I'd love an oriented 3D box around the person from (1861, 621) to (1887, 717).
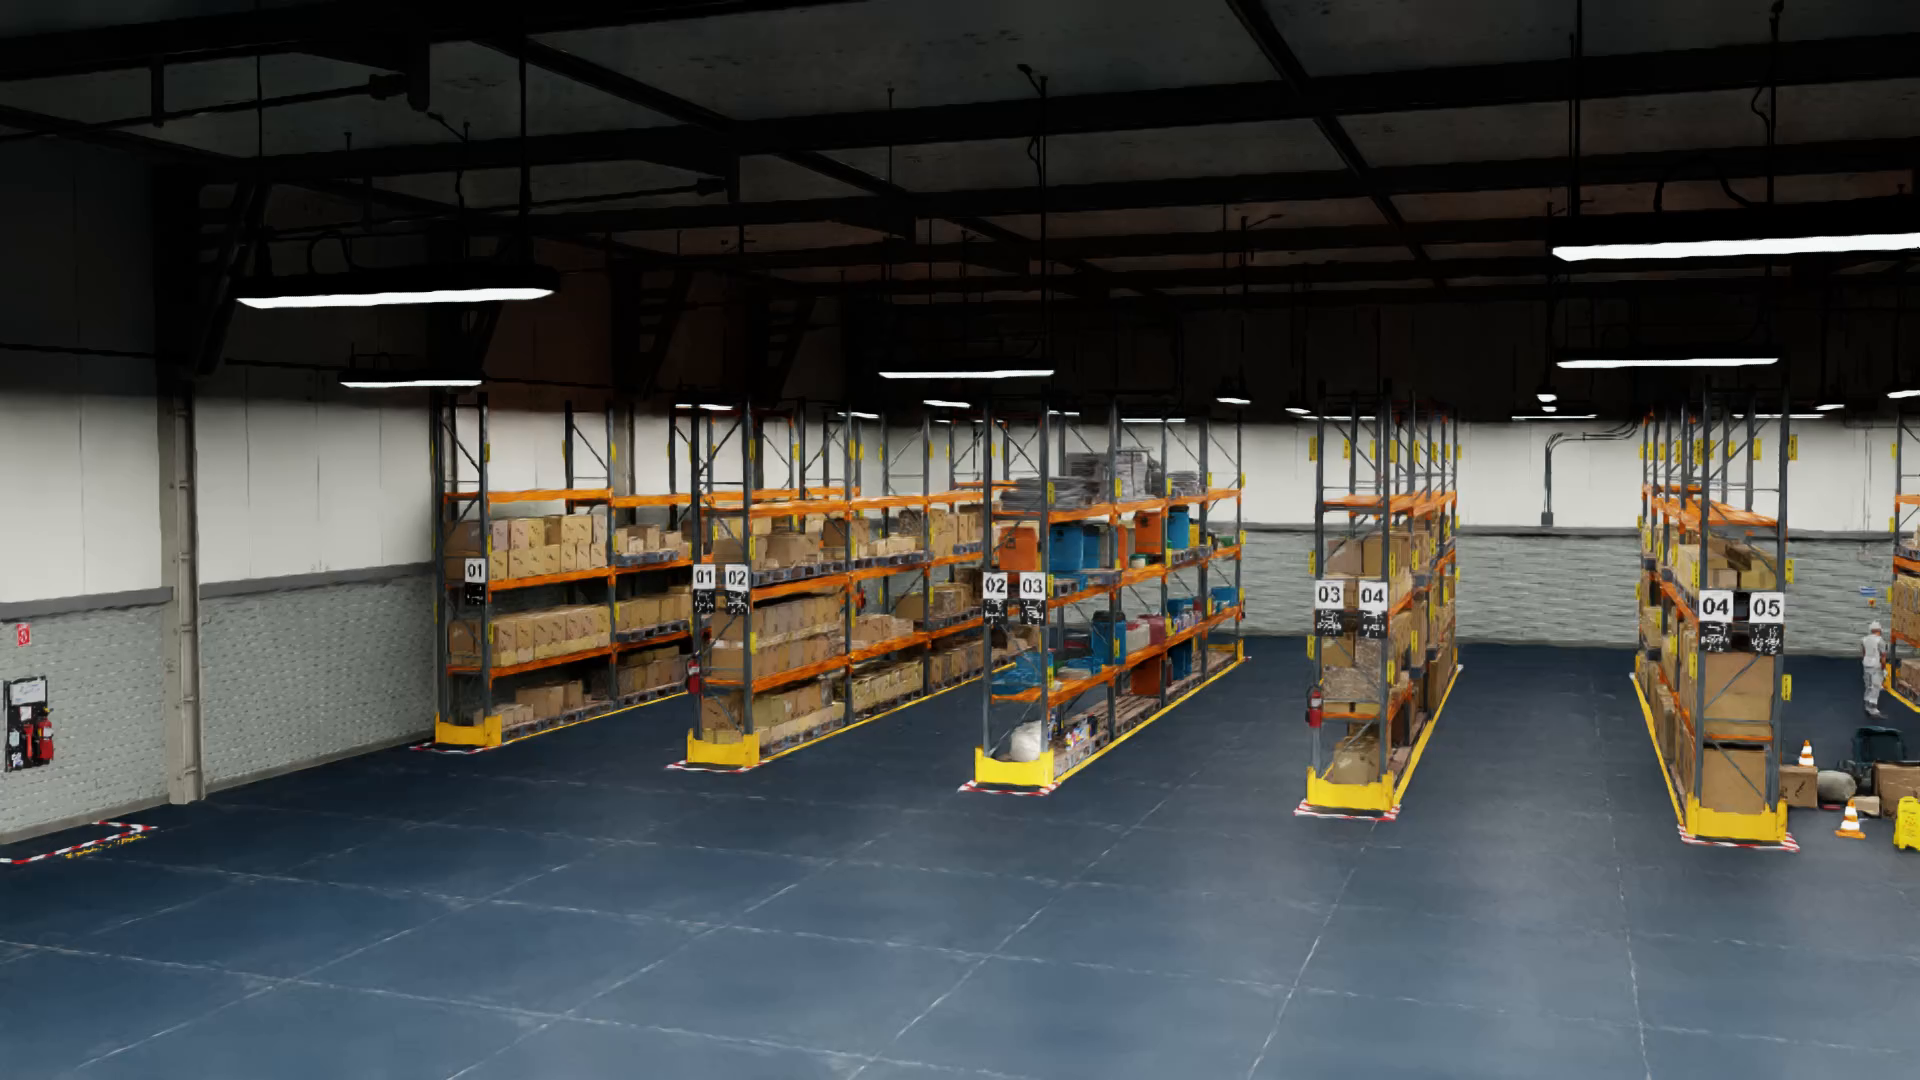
[{"bbox_3d":[17.288,2.420,31.374,0.451,1.789,0.605,-1,3,-10],"label":"person"}]
